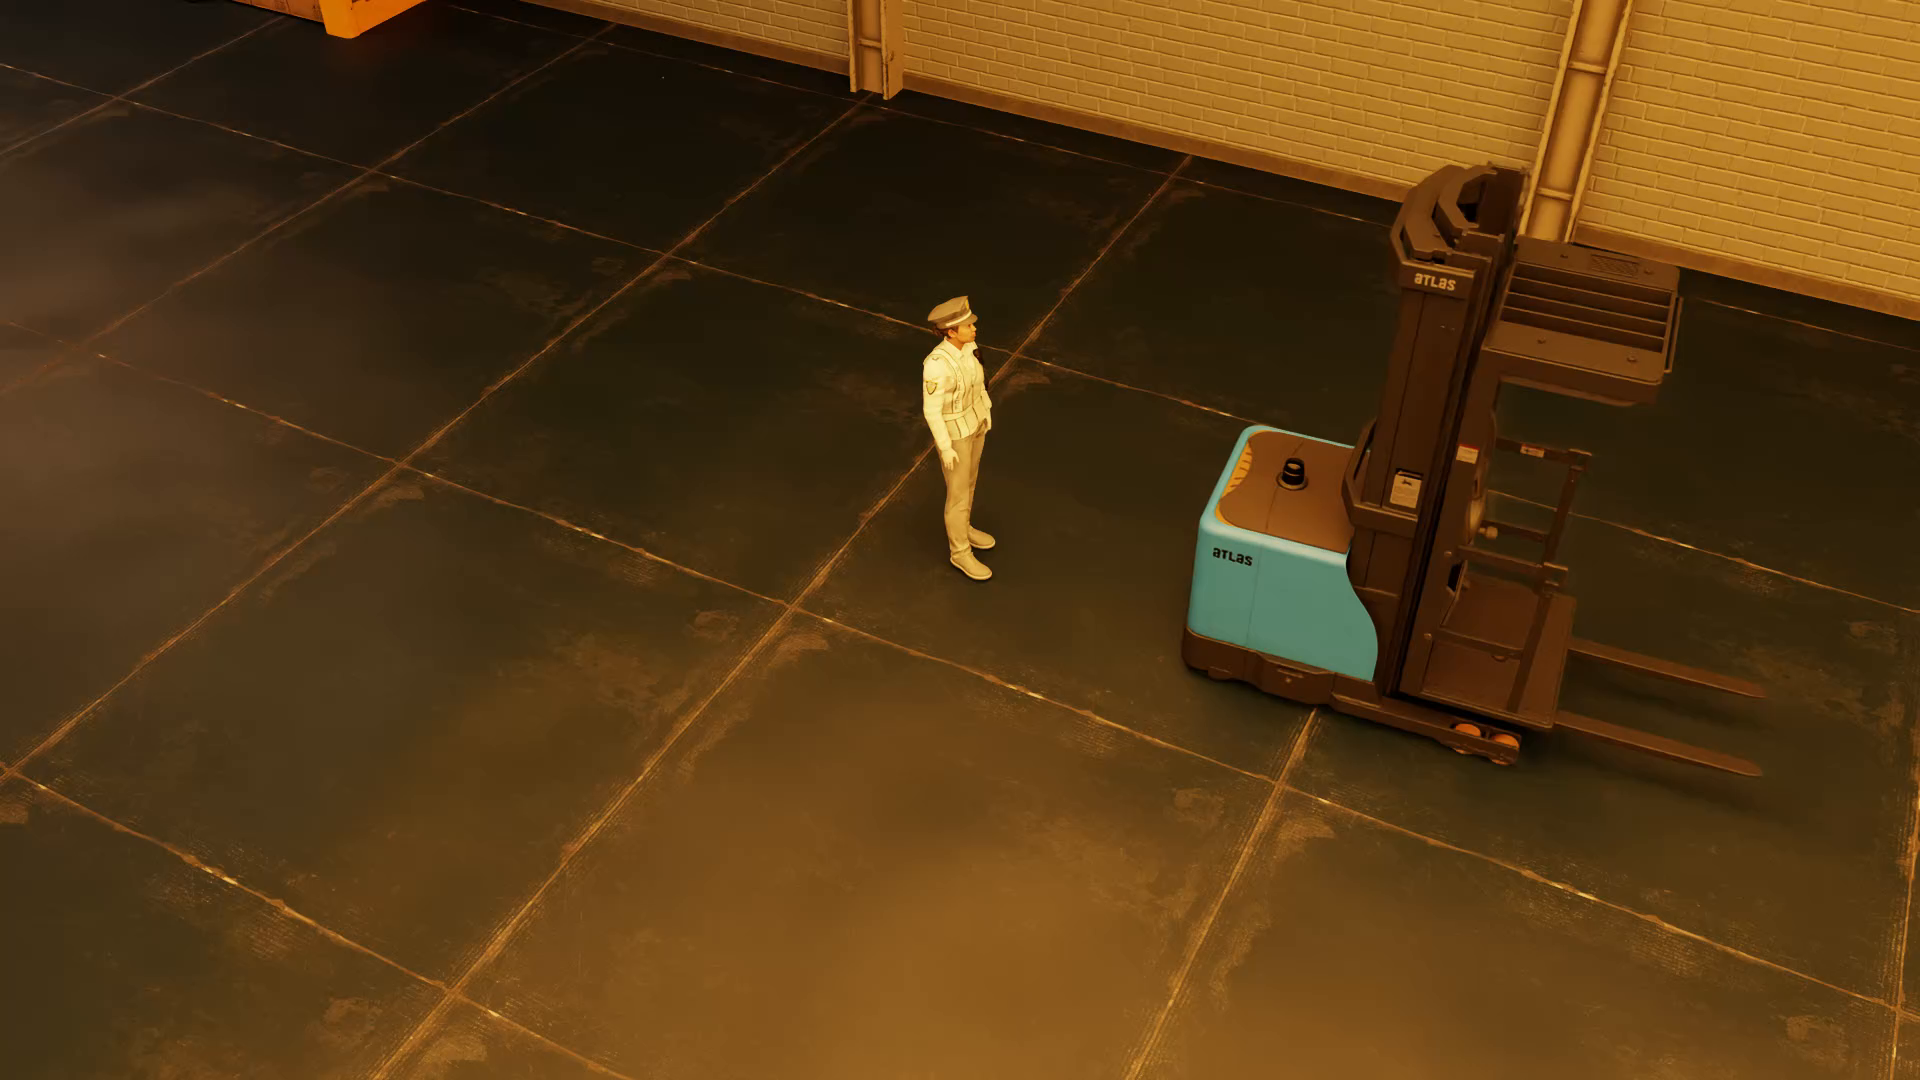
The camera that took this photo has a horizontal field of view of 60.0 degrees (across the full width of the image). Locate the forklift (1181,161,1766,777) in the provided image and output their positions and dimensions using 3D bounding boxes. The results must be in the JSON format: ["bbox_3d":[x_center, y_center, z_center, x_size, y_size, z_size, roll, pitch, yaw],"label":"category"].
[{"bbox_3d":[2.814,-0.318,8.364,3.031,2.935,1.130,15,42,17],"label":"forklift"}]

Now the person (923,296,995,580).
[{"bbox_3d":[0.056,-0.630,9.683,0.533,1.696,0.588,18,43,21],"label":"person"}]
